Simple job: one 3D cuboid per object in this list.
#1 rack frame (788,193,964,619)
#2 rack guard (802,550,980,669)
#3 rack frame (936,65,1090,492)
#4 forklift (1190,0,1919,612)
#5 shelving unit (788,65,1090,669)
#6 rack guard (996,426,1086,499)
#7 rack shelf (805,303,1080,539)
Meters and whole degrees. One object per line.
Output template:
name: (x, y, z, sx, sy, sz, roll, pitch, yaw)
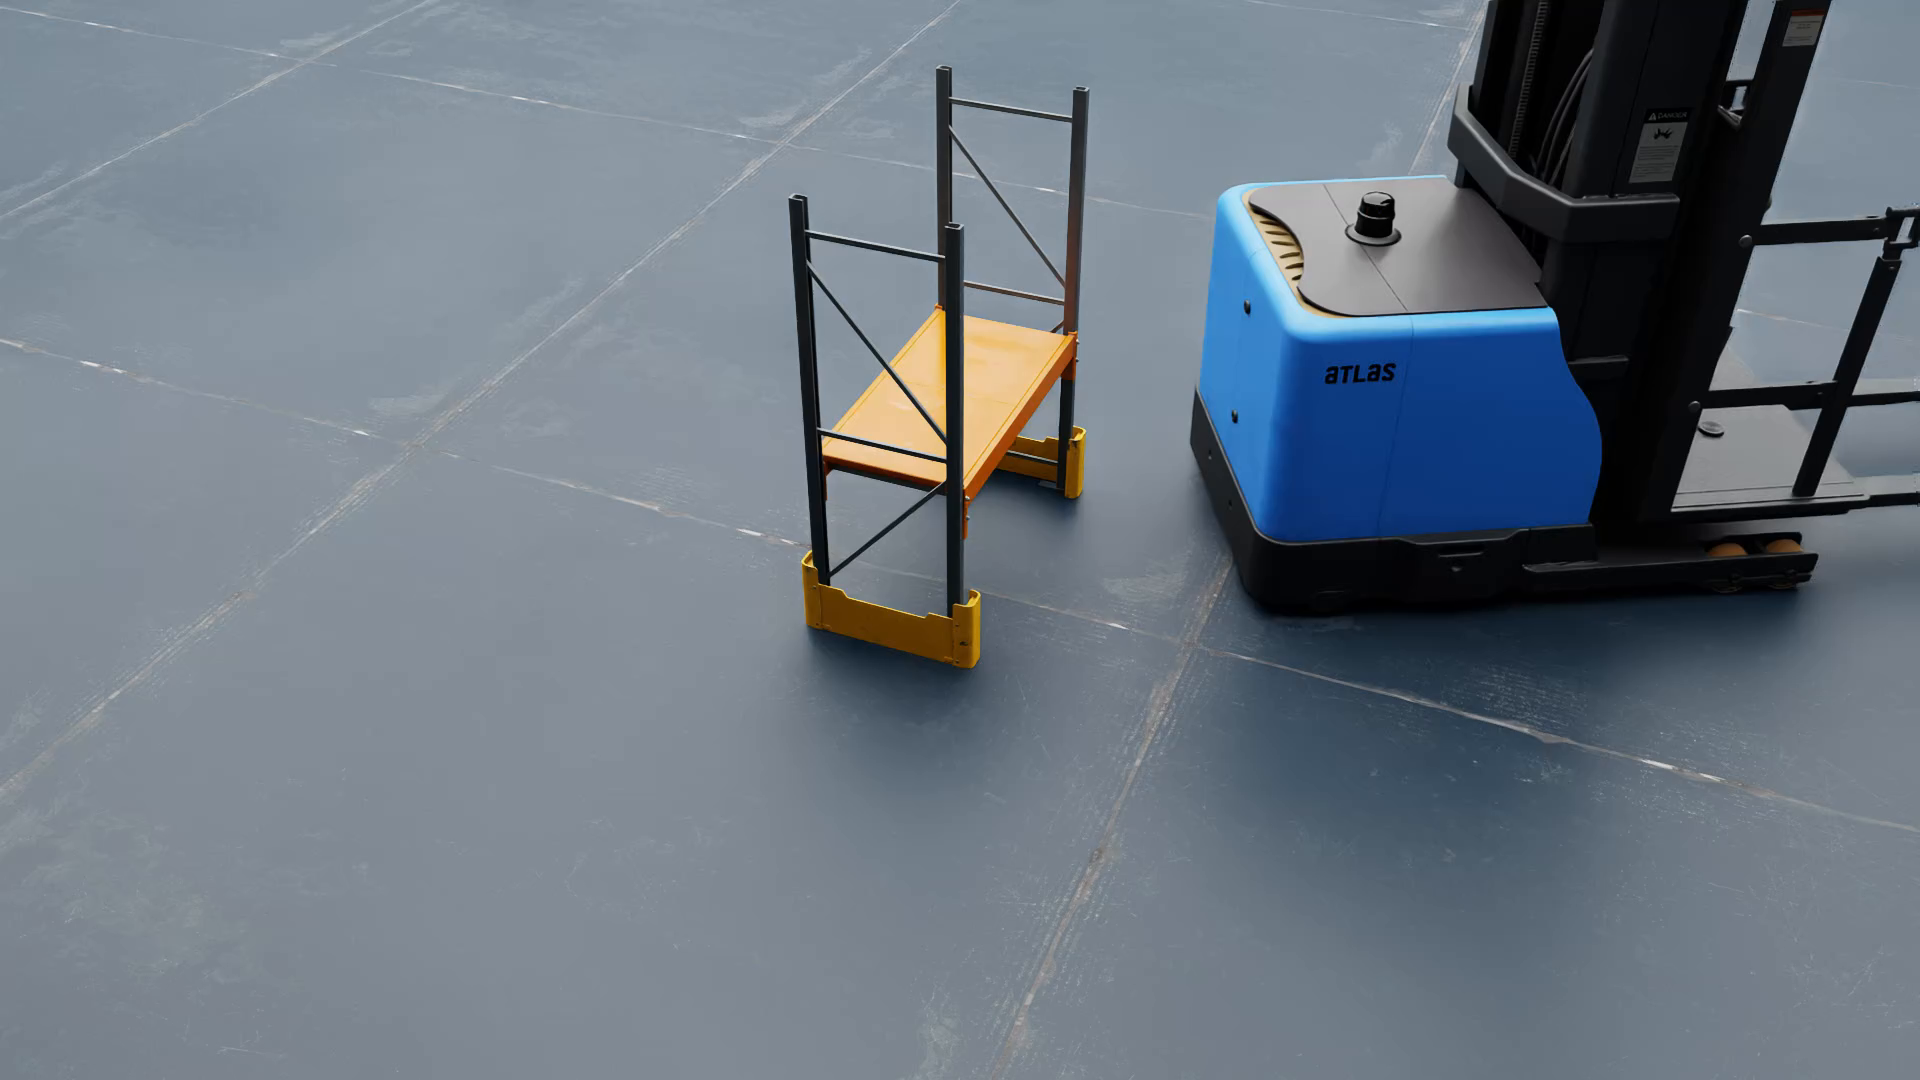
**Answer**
rack frame: (-0.226, -0.272, 4.861, 0.500, 1.500, 0.032, 14, 39, 18)
rack guard: (-0.218, 0.218, 5.250, 0.587, 0.250, 0.087, 14, 39, 18)
rack frame: (0.161, -0.835, 5.614, 0.500, 1.500, 0.032, 14, 39, 18)
forklift: (2.395, -1.311, 5.055, 3.031, 2.935, 1.130, -4, 37, -5)
shelving unit: (-0.029, -0.559, 5.245, 0.587, 1.500, 1.083, 14, 39, 18)
rack guard: (0.160, -0.334, 5.988, 0.587, 0.250, 0.087, 14, 39, 18)
rack shelf: (-0.032, -0.409, 5.345, 0.538, 0.185, 1.000, 14, 39, 18)
